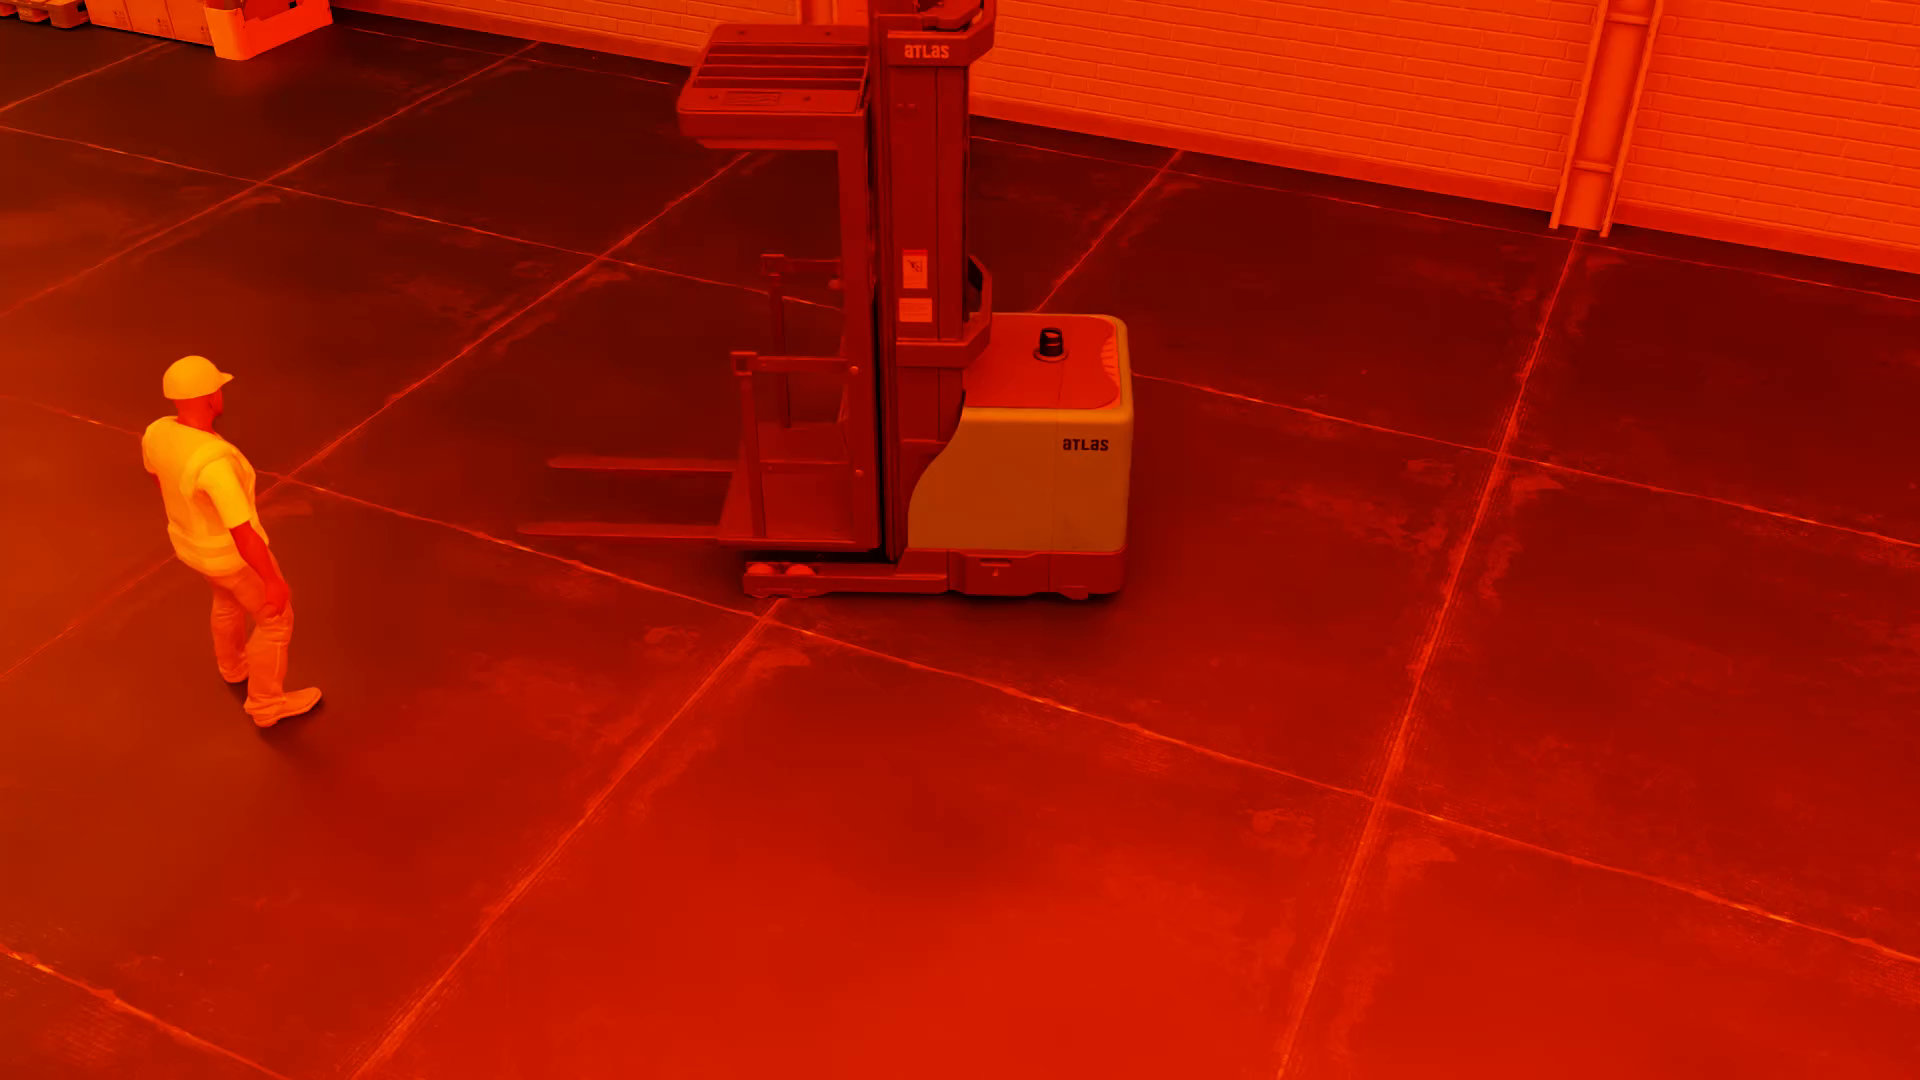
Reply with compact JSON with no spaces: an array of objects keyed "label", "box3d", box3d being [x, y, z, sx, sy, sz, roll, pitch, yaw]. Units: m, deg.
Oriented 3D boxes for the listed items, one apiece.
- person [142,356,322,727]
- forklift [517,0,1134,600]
[{"label":"person","box3d":[-3.115,0.002,7.110,0.812,1.742,0.415,23,42,29]},{"label":"forklift","box3d":[-0.683,-1.209,7.782,3.031,2.935,1.130,1,36,2]}]
